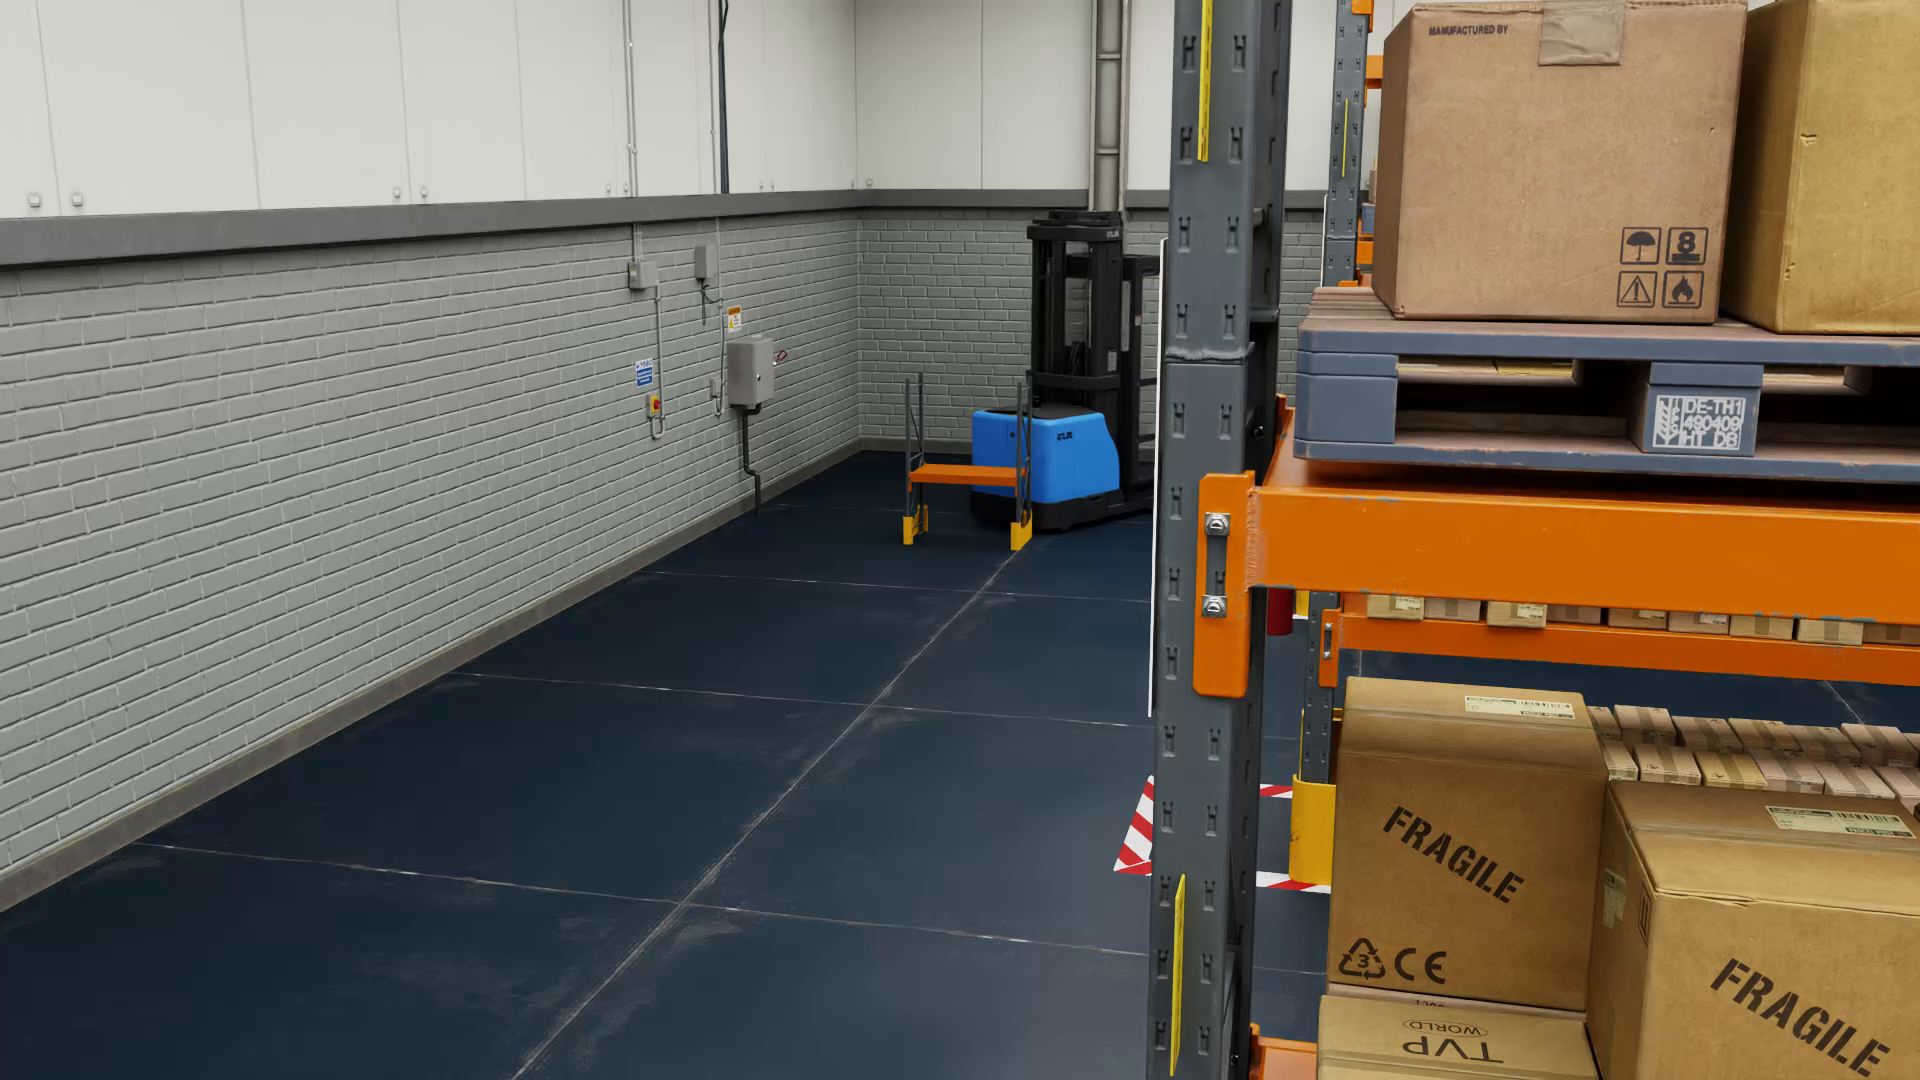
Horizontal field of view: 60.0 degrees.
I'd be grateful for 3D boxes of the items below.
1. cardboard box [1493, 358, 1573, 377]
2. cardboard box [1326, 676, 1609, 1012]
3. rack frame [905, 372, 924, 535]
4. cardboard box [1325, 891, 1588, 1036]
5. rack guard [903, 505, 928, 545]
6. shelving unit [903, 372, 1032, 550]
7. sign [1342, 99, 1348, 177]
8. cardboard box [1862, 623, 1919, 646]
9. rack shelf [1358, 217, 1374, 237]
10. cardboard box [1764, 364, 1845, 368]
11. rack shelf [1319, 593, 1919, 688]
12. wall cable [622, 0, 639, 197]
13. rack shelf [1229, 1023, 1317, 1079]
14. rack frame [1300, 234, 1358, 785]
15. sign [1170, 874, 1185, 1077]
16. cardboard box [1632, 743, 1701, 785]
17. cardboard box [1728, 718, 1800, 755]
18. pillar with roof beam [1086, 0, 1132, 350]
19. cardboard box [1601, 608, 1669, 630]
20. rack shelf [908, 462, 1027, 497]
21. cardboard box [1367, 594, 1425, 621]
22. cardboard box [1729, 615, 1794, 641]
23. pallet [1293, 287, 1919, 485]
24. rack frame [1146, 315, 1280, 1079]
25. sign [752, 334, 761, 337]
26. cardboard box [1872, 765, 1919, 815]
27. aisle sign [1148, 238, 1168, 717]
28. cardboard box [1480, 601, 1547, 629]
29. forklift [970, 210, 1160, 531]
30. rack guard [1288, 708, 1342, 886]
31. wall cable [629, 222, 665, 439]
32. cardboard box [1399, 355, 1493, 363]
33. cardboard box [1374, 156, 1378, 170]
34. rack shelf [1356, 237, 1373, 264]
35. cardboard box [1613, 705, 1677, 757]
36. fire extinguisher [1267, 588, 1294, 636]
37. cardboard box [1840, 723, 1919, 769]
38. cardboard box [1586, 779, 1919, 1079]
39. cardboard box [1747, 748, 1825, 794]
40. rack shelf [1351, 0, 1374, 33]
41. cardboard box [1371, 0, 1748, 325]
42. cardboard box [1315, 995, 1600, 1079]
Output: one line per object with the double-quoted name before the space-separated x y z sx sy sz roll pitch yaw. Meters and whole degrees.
"cardboard box" 2.657 -0.535 7.496 0.500 0.500 0.500 3 13 15
"cardboard box" 1.043 0.612 3.476 0.500 0.500 0.500 3 13 14
"rack frame" -0.411 -0.754 15.170 0.032 1.500 0.500 3 13 14
"cardboard box" 1.041 0.978 3.561 0.500 0.250 0.500 3 13 13
"rack guard" -0.409 -0.144 15.305 0.087 0.250 0.587 3 13 14
"shelving unit" 0.074 -0.728 15.053 1.083 1.500 0.587 3 13 14
"sign" 1.664 -1.734 7.182 0.005 0.325 0.100 3 13 14
"cardboard box" 4.072 0.340 7.358 0.250 0.149 0.380 3 13 13
"rack shelf" 6.009 -3.057 16.822 4.000 0.370 1.077 3 13 14
"cardboard box" 3.810 -0.590 7.741 0.500 0.500 0.500 3 13 12
"rack shelf" 3.735 0.498 7.726 4.000 0.370 1.077 3 13 14
"wall cable" -2.709 -4.168 13.245 0.029 3.000 0.463 3 13 14
"rack shelf" 2.449 1.535 3.049 4.000 0.370 1.077 3 13 14
"rack frame" 1.793 0.043 8.116 0.127 3.000 1.000 3 13 14
"sign" 0.368 0.736 2.811 0.005 0.325 0.100 3 13 14
"cardboard box" 3.259 1.079 7.686 0.250 0.149 0.380 4 13 16
"cardboard box" 3.881 0.999 8.046 0.250 0.149 0.380 3 13 14
"pillar with roof beam" 0.634 -4.400 14.292 0.400 9.000 9.100 3 13 14
"cardboard box" 3.077 0.285 7.605 0.250 0.149 0.380 3 13 13
"rack shelf" 0.083 -0.552 15.090 1.000 0.185 0.538 3 13 14
"cardboard box" 2.029 0.251 7.757 0.250 0.149 0.380 3 13 13
"cardboard box" 3.556 0.321 7.440 0.250 0.149 0.380 4 13 16
"pallet" 1.230 -0.304 2.960 1.213 0.211 1.003 3 13 14
"rack frame" 0.507 1.080 3.438 0.127 3.000 1.000 3 13 14
"sign" -2.037 -1.794 16.612 0.001 0.494 0.329 3 13 14
"cardboard box" 4.250 1.142 7.400 0.250 0.149 0.380 2 13 11
"aisle sign" 0.365 -0.129 2.889 0.004 0.787 0.394 3 13 14
"cardboard box" 2.535 0.281 7.623 0.250 0.149 0.380 3 13 12
"forklift" 1.476 -1.769 16.438 1.130 2.935 3.031 12 17 42
"rack guard" 1.867 1.267 8.369 0.348 0.500 1.175 3 13 14
"wall cable" -2.599 -1.802 14.015 0.123 1.953 0.585 3 13 14
"cardboard box" 2.297 -0.668 8.093 0.500 0.500 0.500 3 13 12
"cardboard box" 4.438 -3.752 16.800 0.500 0.250 0.500 3 13 13
"rack shelf" 4.823 -2.013 12.117 4.000 0.370 1.077 3 13 14
"cardboard box" 3.390 0.954 8.247 0.250 0.149 0.380 4 13 16
"fire extinguisher" 1.659 0.152 8.661 0.183 0.674 0.296 3 13 14
"cardboard box" 4.395 1.017 7.966 0.250 0.149 0.380 3 13 15
"cardboard box" 1.394 0.750 2.856 0.500 0.500 0.500 3 13 12
"cardboard box" 3.770 1.095 7.613 0.250 0.149 0.380 3 13 14
"rack shelf" 3.735 -2.429 7.077 4.000 0.370 1.077 3 13 14
"cardboard box" 1.025 -0.671 2.976 0.500 0.500 0.700 2 13 10
"cardboard box" 0.908 1.090 3.054 0.500 0.250 0.500 3 13 12
